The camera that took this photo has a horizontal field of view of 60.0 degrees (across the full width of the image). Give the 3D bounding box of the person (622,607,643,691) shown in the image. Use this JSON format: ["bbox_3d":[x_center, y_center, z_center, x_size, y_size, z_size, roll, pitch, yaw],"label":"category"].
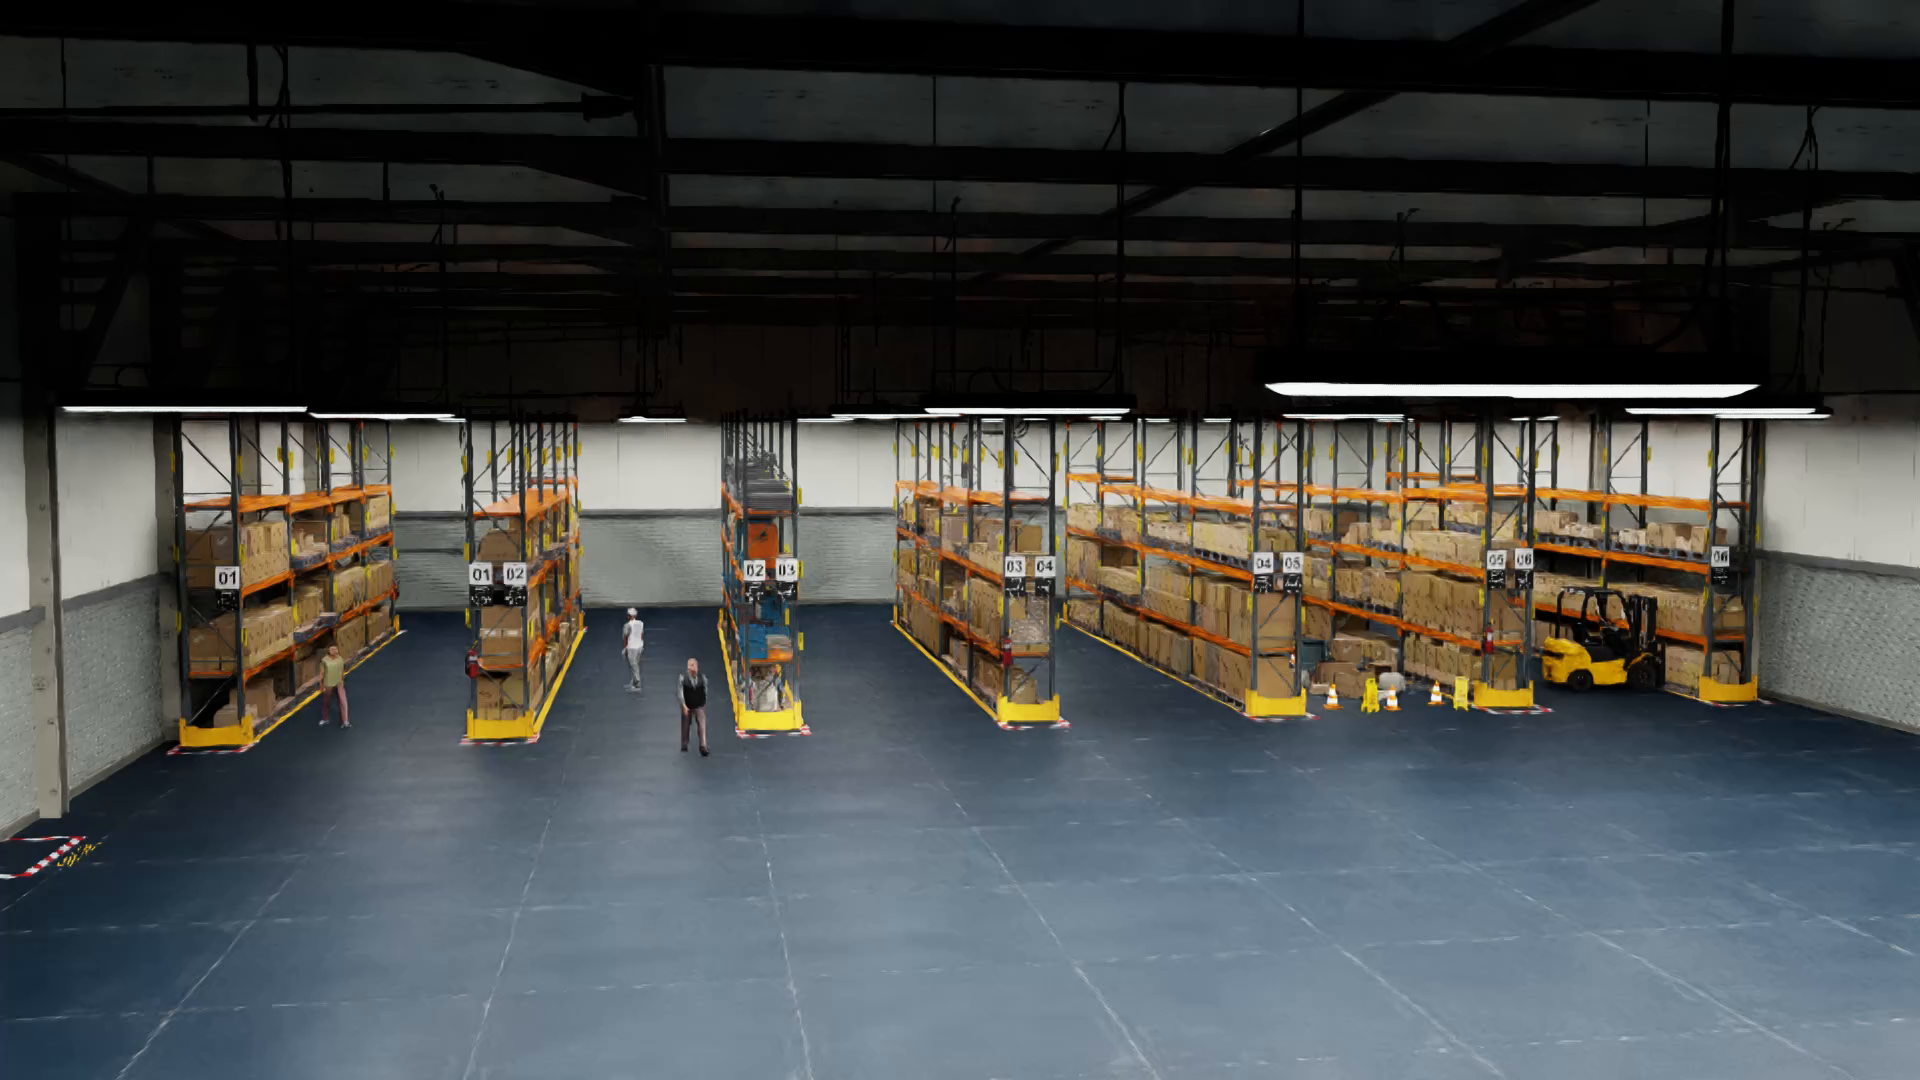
[{"bbox_3d":[-7.054,2.324,35.756,0.577,1.783,0.662,1,4,20],"label":"person"}]

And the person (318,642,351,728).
[{"bbox_3d":[-11.851,2.724,31.425,0.485,1.622,0.949,-3,5,-32],"label":"person"}]

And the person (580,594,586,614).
[{"bbox_3d":[-11.616,1.470,49.888,0.568,1.528,0.780,-2,5,-28],"label":"person"}]

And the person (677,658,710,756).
[{"bbox_3d":[-4.629,2.874,28.781,0.538,1.664,1.026,-1,4,-18],"label":"person"}]
